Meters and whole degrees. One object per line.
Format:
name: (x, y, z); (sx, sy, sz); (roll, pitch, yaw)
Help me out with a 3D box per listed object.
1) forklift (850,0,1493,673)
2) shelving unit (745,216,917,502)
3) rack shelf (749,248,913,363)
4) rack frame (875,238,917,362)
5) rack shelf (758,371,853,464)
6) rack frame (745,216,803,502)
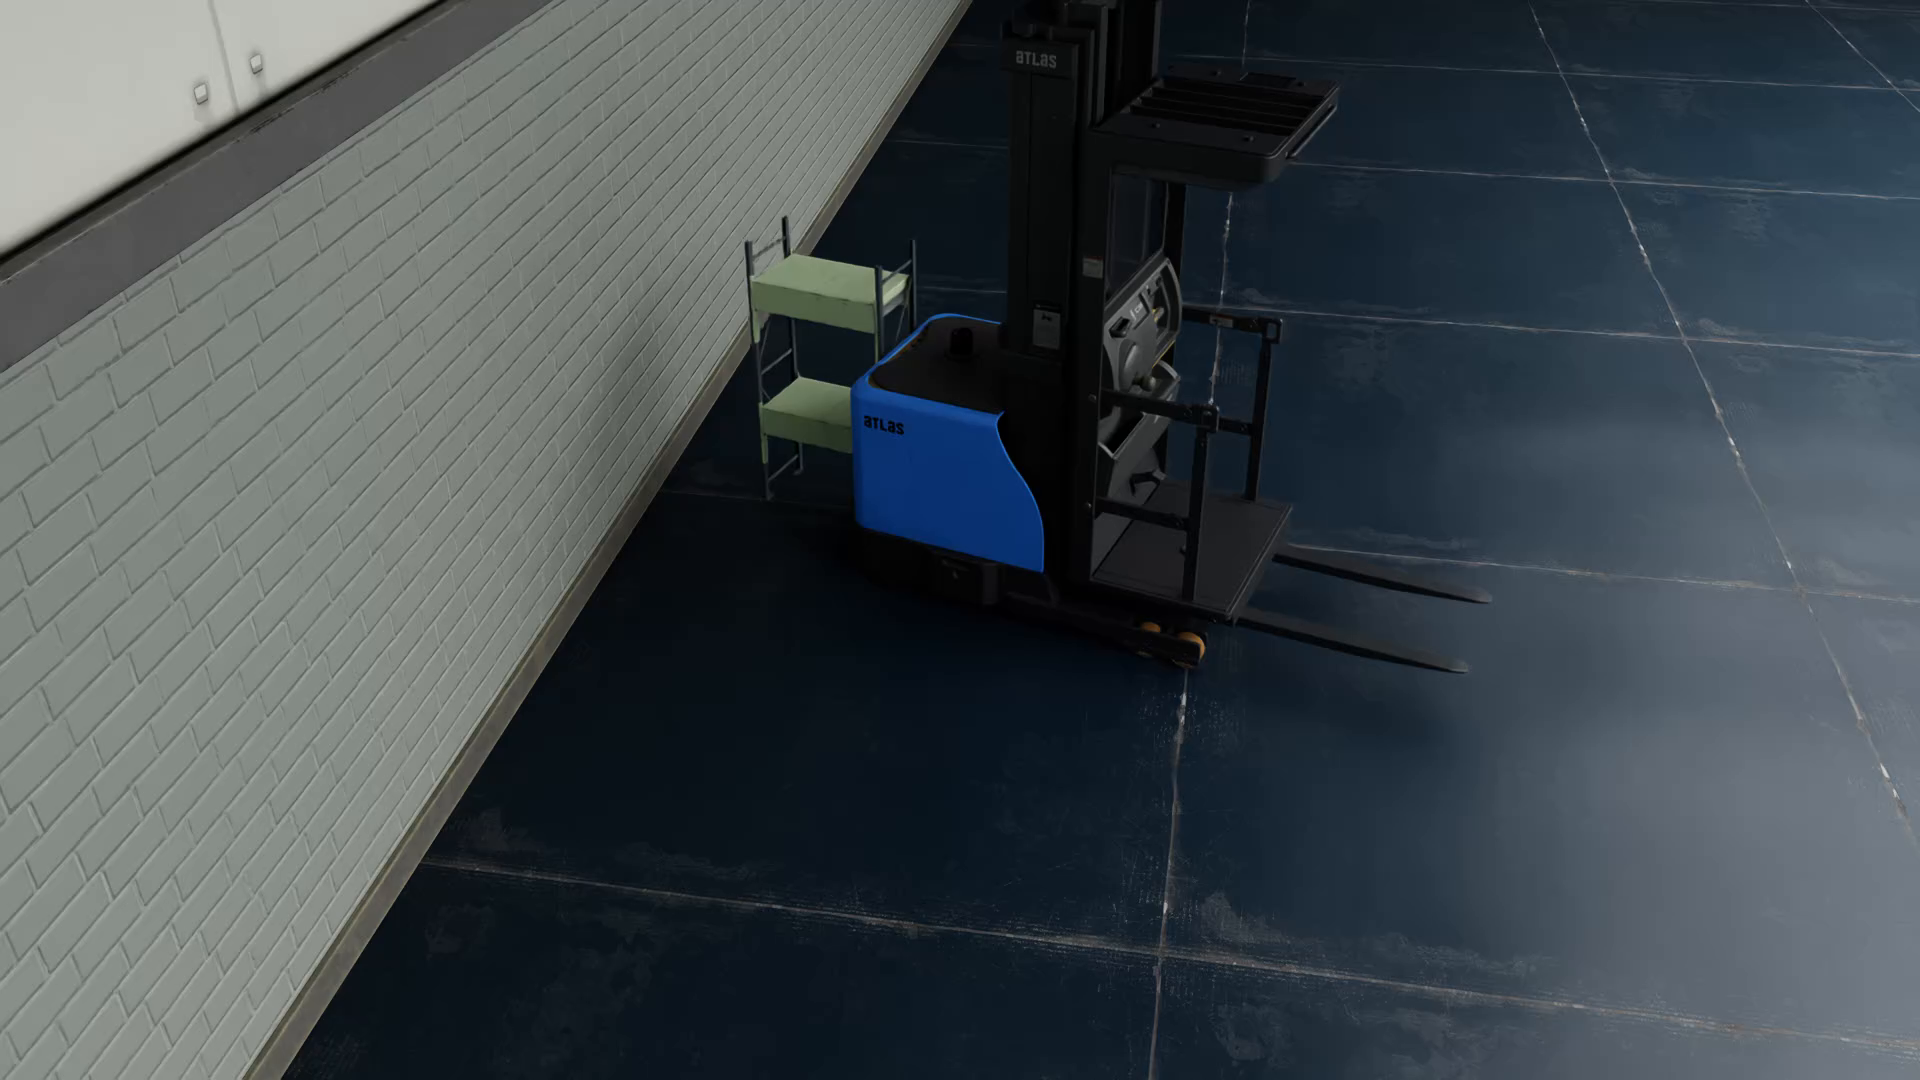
forklift: (1.019, -0.966, 7.531); (3.031, 2.935, 1.130); (14, 35, 21)
shelving unit: (-0.649, -0.861, 8.712); (0.755, 1.500, 0.431); (14, 35, 21)
rack shelf: (-0.649, -1.192, 8.505); (0.720, 0.370, 0.431); (14, 35, 21)
rack frame: (-0.318, -0.779, 8.580); (0.023, 1.500, 0.400); (14, 35, 21)
rack shelf: (-0.649, -0.585, 8.885); (0.720, 0.370, 0.431); (14, 35, 21)
rack frame: (-0.981, -0.943, 8.843); (0.023, 1.500, 0.400); (14, 35, 21)
